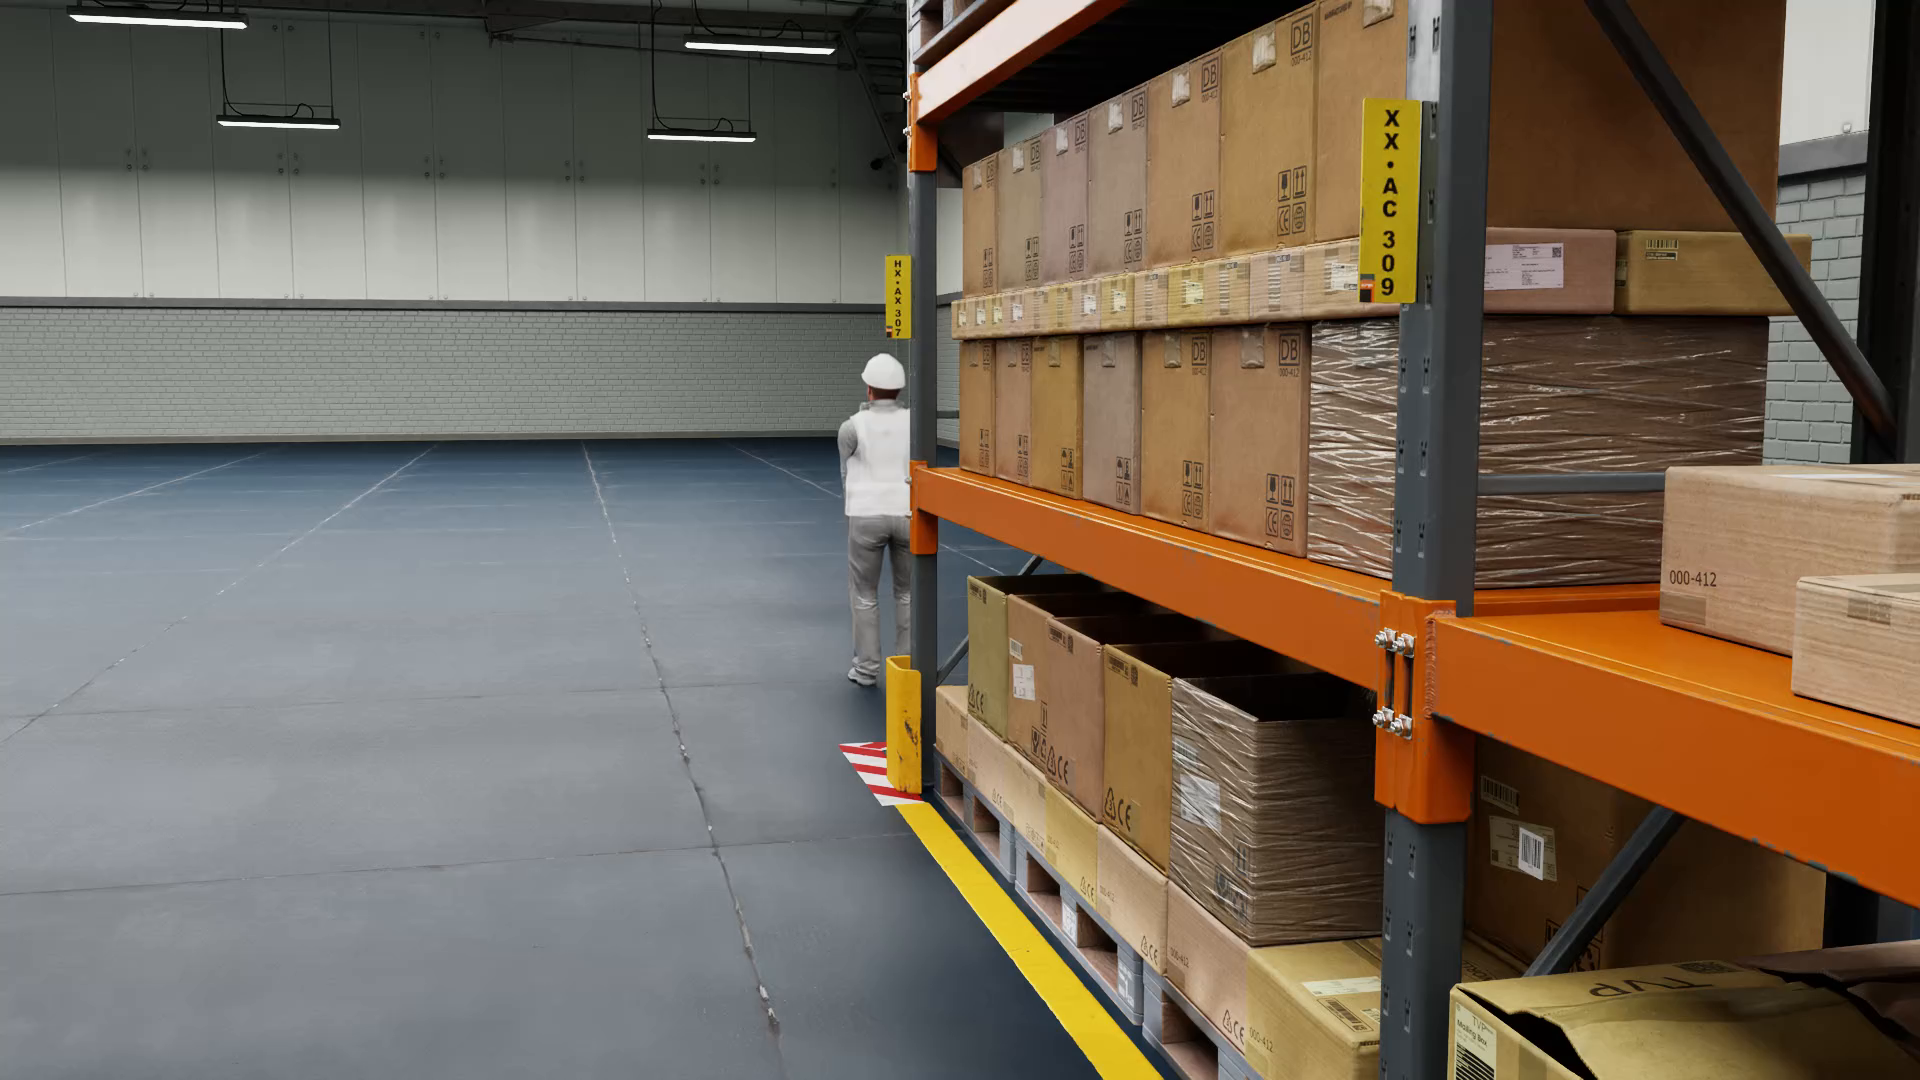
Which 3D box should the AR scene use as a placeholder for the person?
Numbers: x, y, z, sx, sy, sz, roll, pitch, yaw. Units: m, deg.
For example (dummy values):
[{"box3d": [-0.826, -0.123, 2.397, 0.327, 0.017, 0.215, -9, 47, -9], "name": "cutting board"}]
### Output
[{"box3d": [-0.428, -0.119, 8.980, 0.494, 1.762, 0.550, -1, 6, -13], "name": "person"}]
